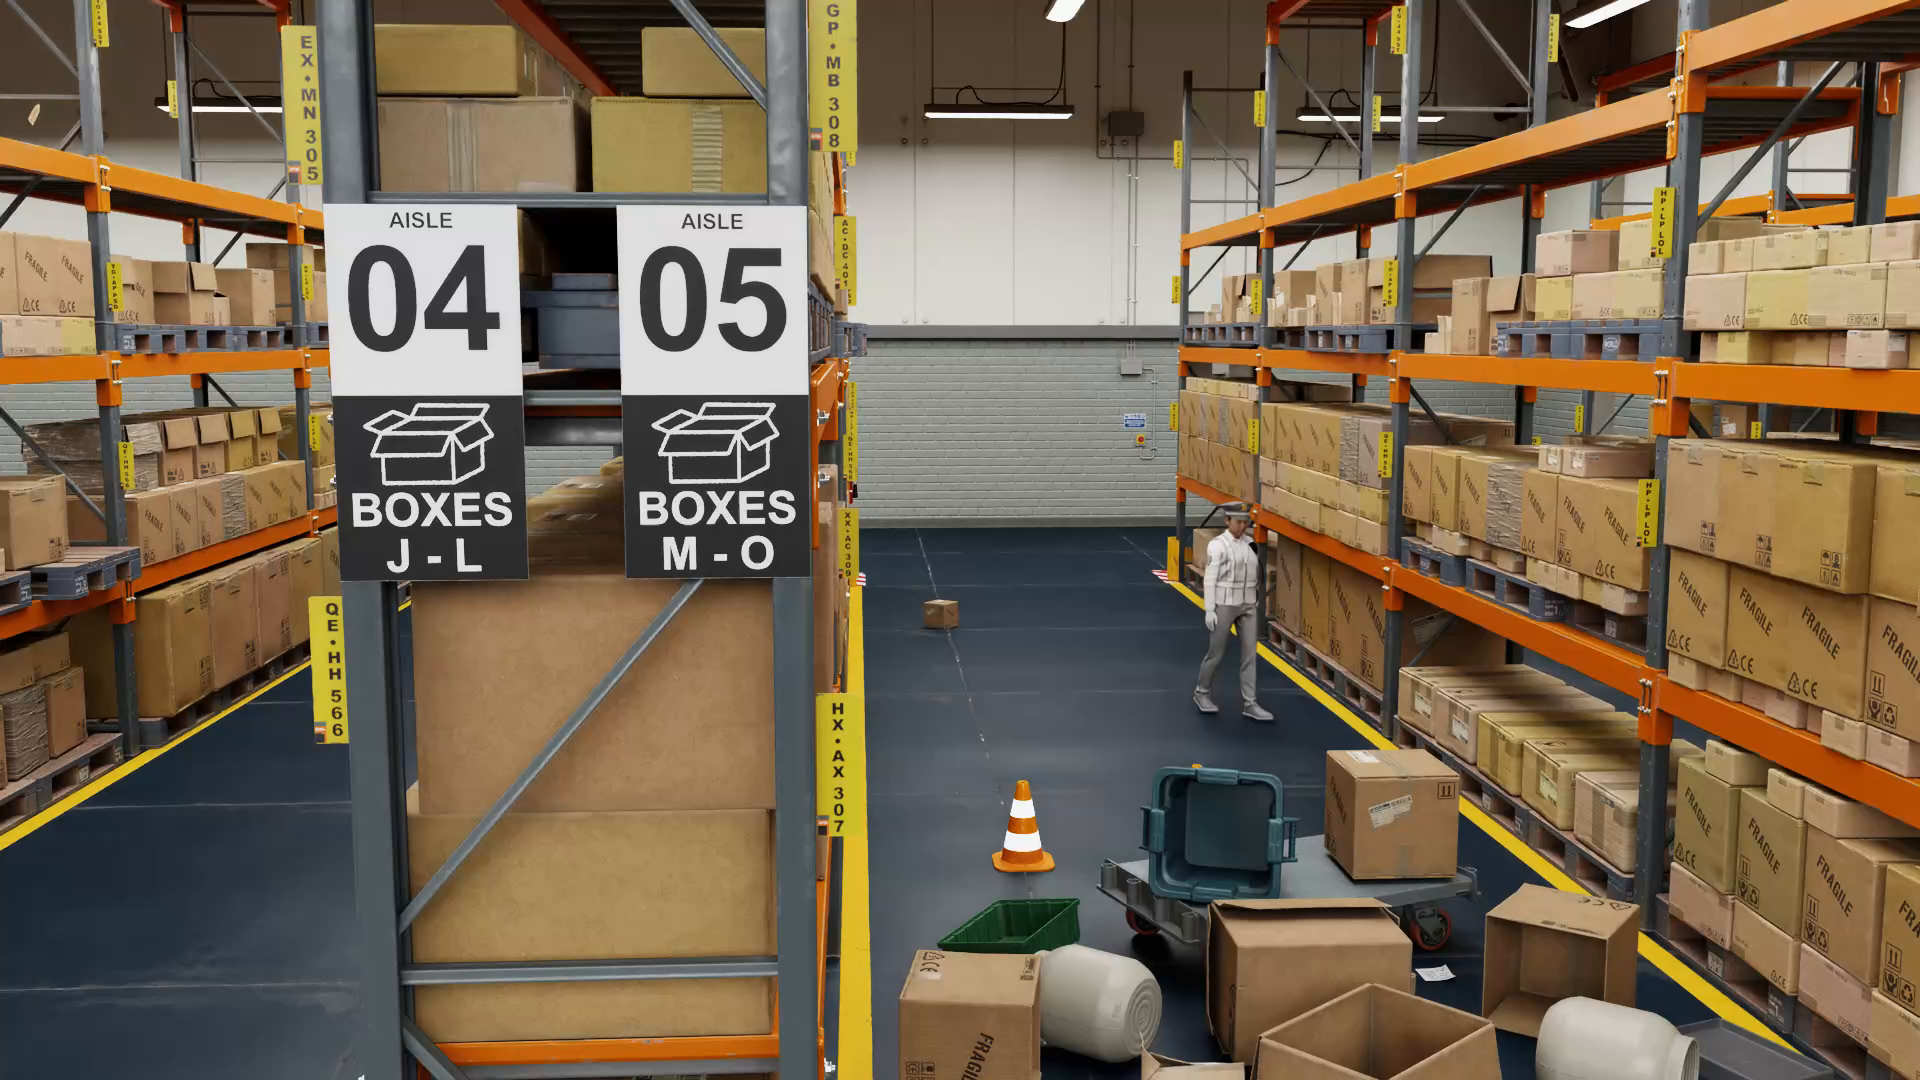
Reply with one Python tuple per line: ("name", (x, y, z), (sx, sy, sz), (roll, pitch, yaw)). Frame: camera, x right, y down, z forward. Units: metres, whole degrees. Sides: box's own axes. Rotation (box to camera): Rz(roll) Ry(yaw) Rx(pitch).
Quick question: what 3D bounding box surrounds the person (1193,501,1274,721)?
("person", (2.107, 0.531, 12.811), (0.512, 1.662, 0.664), (-3, 8, -26))
